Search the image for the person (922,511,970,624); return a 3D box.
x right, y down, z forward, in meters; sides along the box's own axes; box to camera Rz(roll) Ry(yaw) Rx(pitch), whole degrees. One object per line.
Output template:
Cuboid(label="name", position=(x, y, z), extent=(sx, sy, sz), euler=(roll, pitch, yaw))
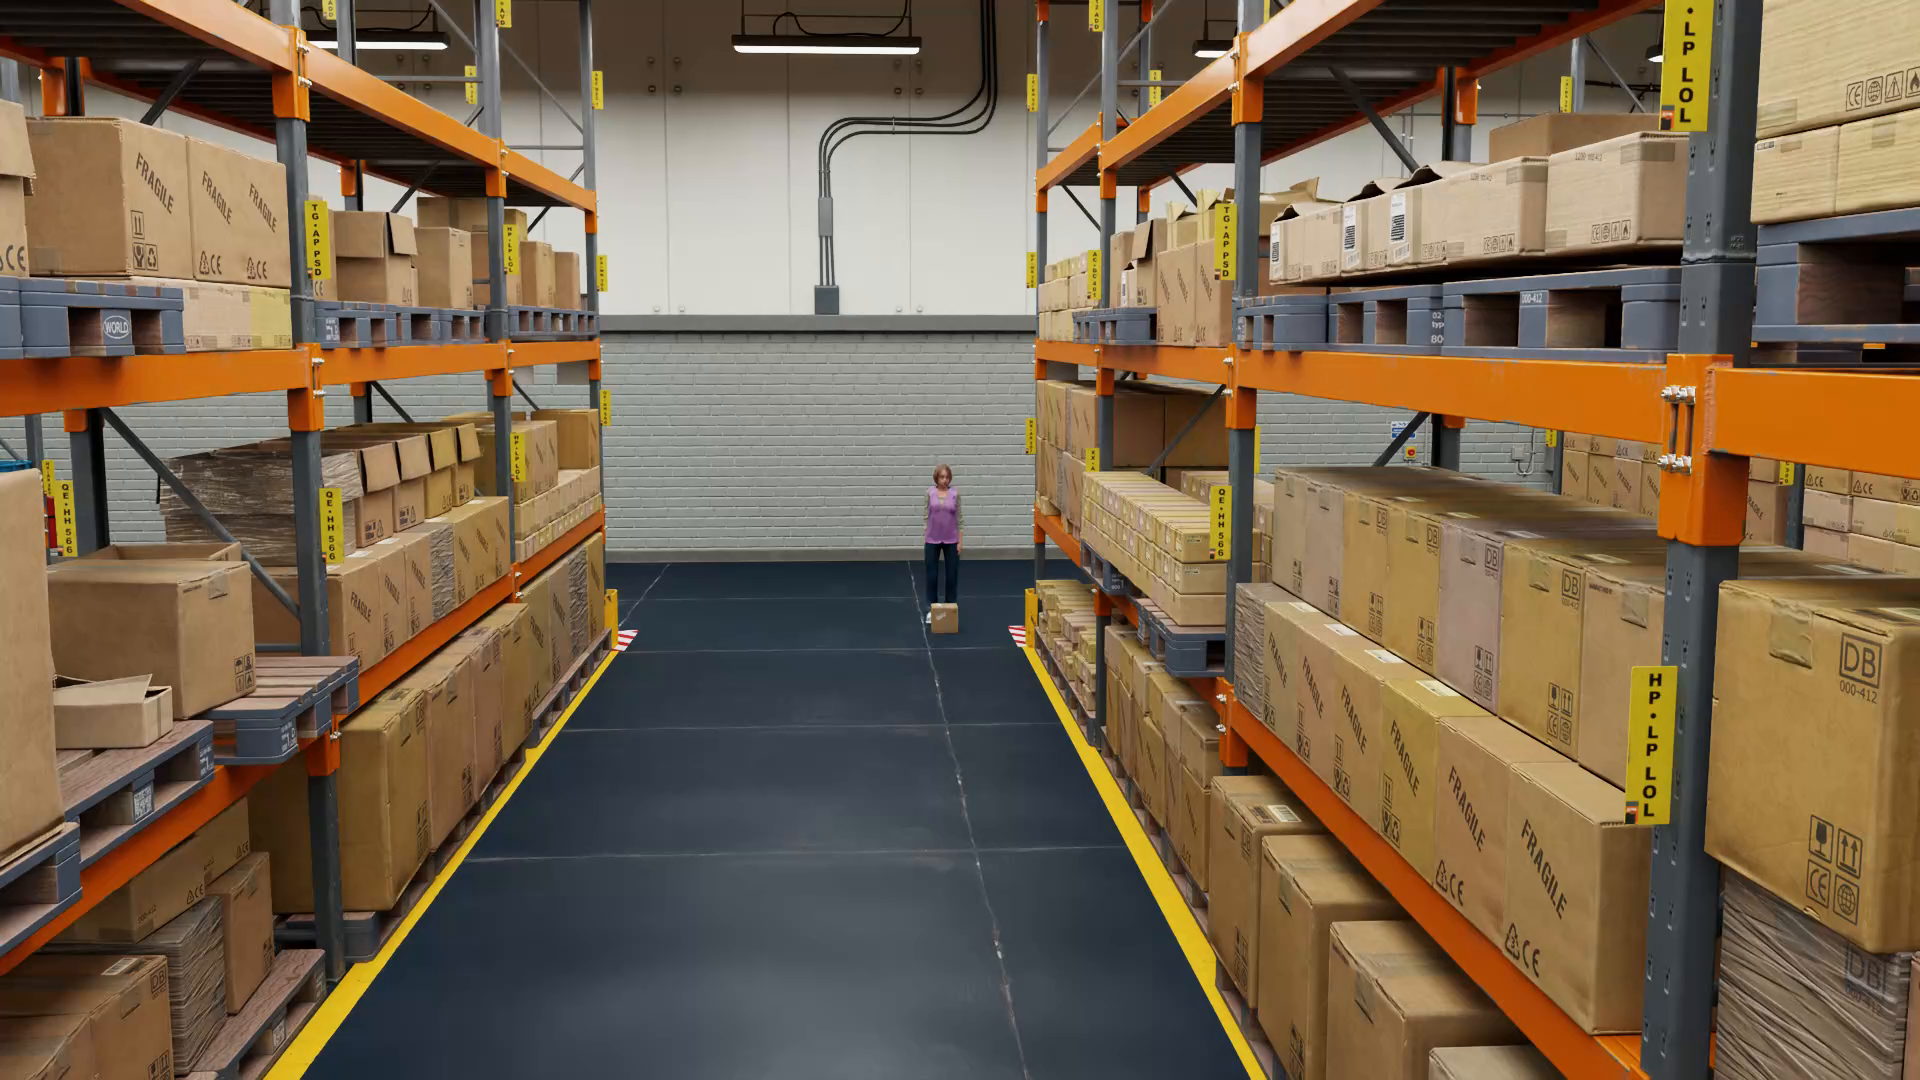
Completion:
Cuboid(label="person", position=(-0.147, 0.261, 16.494), extent=(0.463, 1.158, 0.725), euler=(0, 7, -4))
